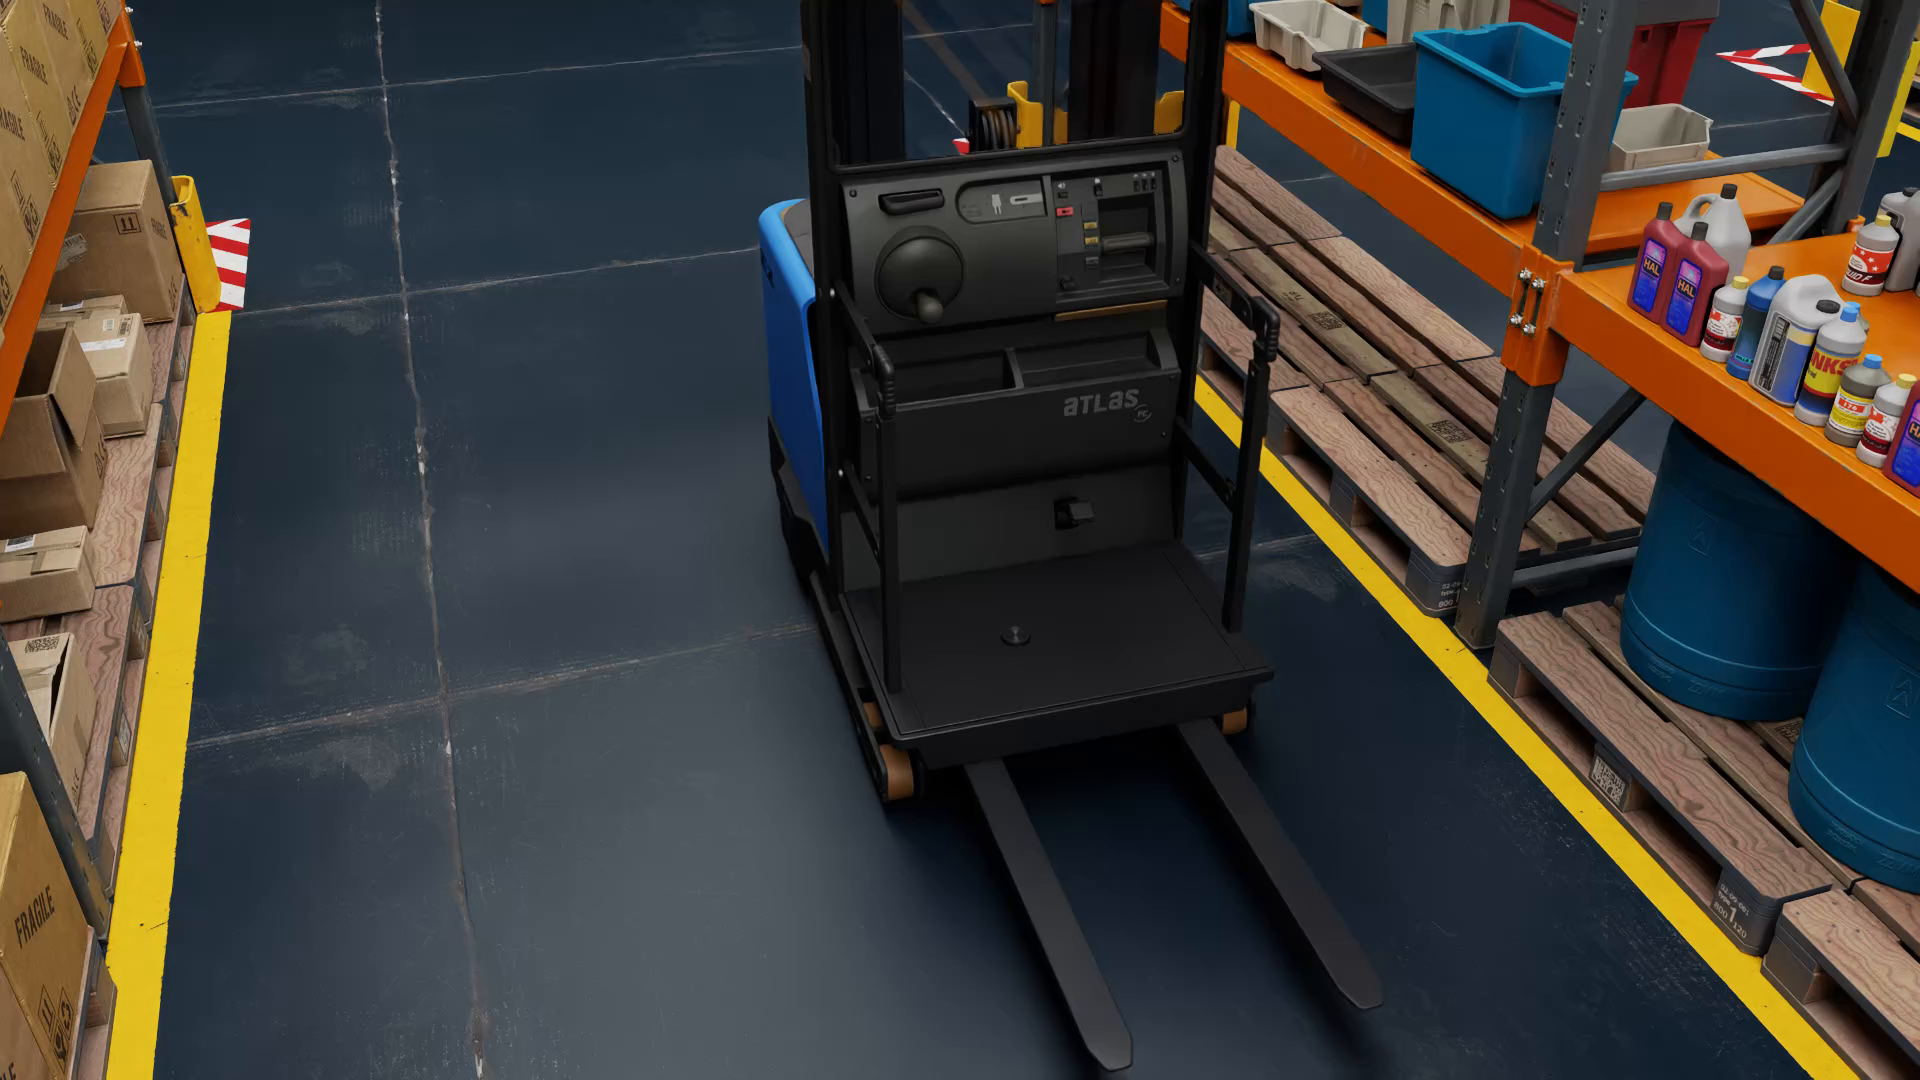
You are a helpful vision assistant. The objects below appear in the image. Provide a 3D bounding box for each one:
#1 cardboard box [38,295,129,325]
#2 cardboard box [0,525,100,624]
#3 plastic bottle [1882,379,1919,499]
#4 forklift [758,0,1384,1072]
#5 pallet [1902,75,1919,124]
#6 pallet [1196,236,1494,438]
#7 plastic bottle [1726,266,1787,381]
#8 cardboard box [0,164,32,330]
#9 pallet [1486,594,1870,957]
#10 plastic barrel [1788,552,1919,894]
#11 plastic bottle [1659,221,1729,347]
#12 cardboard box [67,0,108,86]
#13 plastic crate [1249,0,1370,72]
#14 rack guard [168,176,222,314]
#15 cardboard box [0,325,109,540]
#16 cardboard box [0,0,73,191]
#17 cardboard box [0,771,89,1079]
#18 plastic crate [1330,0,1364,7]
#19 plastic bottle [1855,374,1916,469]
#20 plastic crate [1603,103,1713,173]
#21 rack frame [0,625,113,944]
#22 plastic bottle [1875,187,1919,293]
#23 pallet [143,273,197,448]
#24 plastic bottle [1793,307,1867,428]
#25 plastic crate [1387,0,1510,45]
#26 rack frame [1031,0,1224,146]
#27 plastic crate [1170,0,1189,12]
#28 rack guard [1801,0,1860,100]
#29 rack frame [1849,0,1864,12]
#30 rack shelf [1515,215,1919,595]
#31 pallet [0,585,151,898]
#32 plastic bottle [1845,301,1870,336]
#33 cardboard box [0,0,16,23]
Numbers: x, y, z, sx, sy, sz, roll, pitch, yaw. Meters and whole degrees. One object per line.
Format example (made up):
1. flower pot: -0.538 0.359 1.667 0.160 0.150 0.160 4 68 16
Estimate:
1. cardboard box: -3.434 -0.812 6.429 0.380 0.166 0.250 -10 35 -15
2. cardboard box: -2.848 0.107 5.038 0.380 0.166 0.250 -10 35 -15
3. plastic bottle: 2.043 -0.234 3.489 0.061 0.283 0.133 -10 35 -15
4. forklift: 0.219 -0.738 4.209 1.130 2.935 3.031 -9 35 -13
5. pallet: 5.881 -2.376 9.155 1.003 0.211 1.213 -10 35 -15
6. pallet: 1.429 -0.871 6.877 1.003 0.211 1.213 -10 35 -15
7. plastic bottle: 1.895 -0.517 3.928 0.097 0.271 0.097 0 33 0
8. cardboard box: -2.707 -0.806 4.158 0.500 0.500 0.500 -9 35 -14
9. pallet: 2.262 0.562 4.708 1.003 0.211 1.213 -10 35 -15
10. plastic barrel: 2.432 0.347 4.026 0.600 0.901 0.708 -10 35 -15
11. plastic bottle: 1.813 -0.630 4.089 0.061 0.283 0.133 -10 35 -15
12. cardboard box: -3.315 -1.863 5.758 0.500 0.500 0.500 -10 35 -14
13. plastic crate: 1.249 -1.792 5.926 0.293 0.136 0.466 -10 35 -15
14. rack guard: -3.849 -1.200 7.112 1.175 0.500 0.348 -10 35 -15
15. cardboard box: -3.230 -0.310 5.363 0.797 0.503 0.637 -10 35 -15
16. cardboard box: -3.014 -1.335 4.959 0.500 0.500 0.500 -10 35 -15
17. cardboard box: -2.229 0.888 3.554 0.500 0.500 0.500 -10 35 -15
18. plastic crate: 1.558 -2.182 6.516 0.298 0.136 0.250 -10 35 -15
19. plastic bottle: 2.025 -0.263 3.608 0.097 0.201 0.097 0 33 0
20. plastic crate: 2.060 -1.197 5.025 0.396 0.136 0.243 -10 35 -15
21. rack frame: -2.652 -0.182 3.305 1.000 3.000 0.127 -10 35 -15
22. plastic bottle: 2.494 -0.809 4.366 0.152 0.276 0.135 -10 35 -15
23. pallet: -3.605 -0.661 6.558 1.003 0.211 1.213 -10 35 -15
24. plastic bottle: 1.966 -0.395 3.743 0.097 0.271 0.097 0 33 0
25. plastic crate: 1.776 -1.822 5.839 0.437 0.282 0.530 -10 35 -15
26. rack frame: 0.846 -3.113 7.741 1.000 3.000 0.127 -10 35 -15
27. plastic crate: 1.010 -2.192 6.444 0.416 0.233 0.300 -10 35 -15
28. rack guard: 5.556 -2.916 9.709 1.175 0.500 0.348 -10 35 -15
29. rack frame: 5.563 -3.946 9.001 1.000 3.000 0.127 -10 35 -15
30. rack shelf: 2.676 0.337 3.172 1.077 0.370 4.000 -10 35 -15
31. pallet: -2.861 0.621 4.620 1.003 0.211 1.213 -10 35 -15
32. plastic bottle: 2.069 -0.462 3.908 0.097 0.201 0.097 0 33 0
33. cardboard box: -3.001 -1.748 4.676 0.500 0.500 0.500 -9 34 -13
